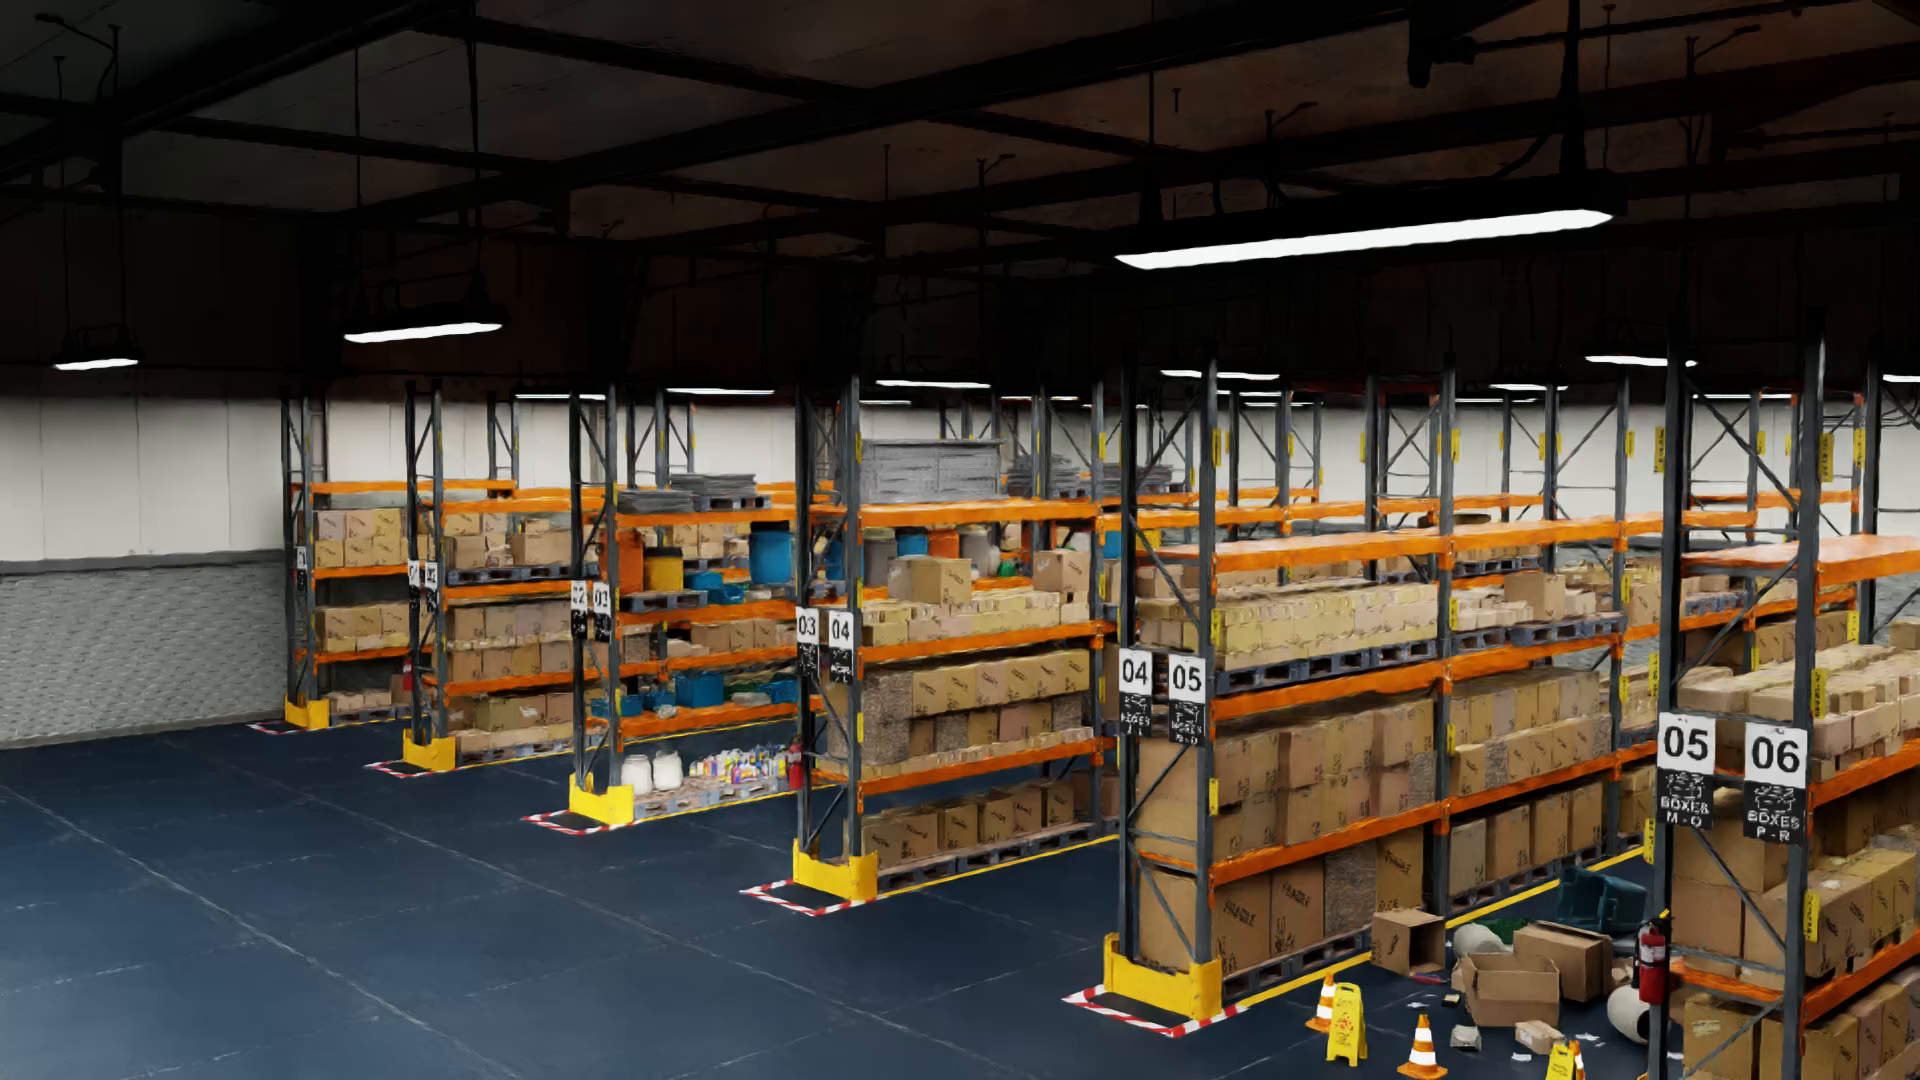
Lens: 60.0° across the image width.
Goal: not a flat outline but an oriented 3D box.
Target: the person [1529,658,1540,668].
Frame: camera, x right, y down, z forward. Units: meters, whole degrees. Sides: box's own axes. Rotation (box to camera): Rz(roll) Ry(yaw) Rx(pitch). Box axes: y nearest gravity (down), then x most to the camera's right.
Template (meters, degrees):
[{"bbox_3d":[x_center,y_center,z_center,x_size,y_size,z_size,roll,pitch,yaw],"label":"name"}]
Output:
[{"bbox_3d":[9.429,2.539,26.975,0.504,1.779,0.640,1,4,16],"label":"person"}]

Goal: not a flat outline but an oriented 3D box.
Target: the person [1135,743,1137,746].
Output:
[{"bbox_3d":[2.990,2.535,27.664,0.576,1.686,1.113,4,5,44],"label":"person"}]
